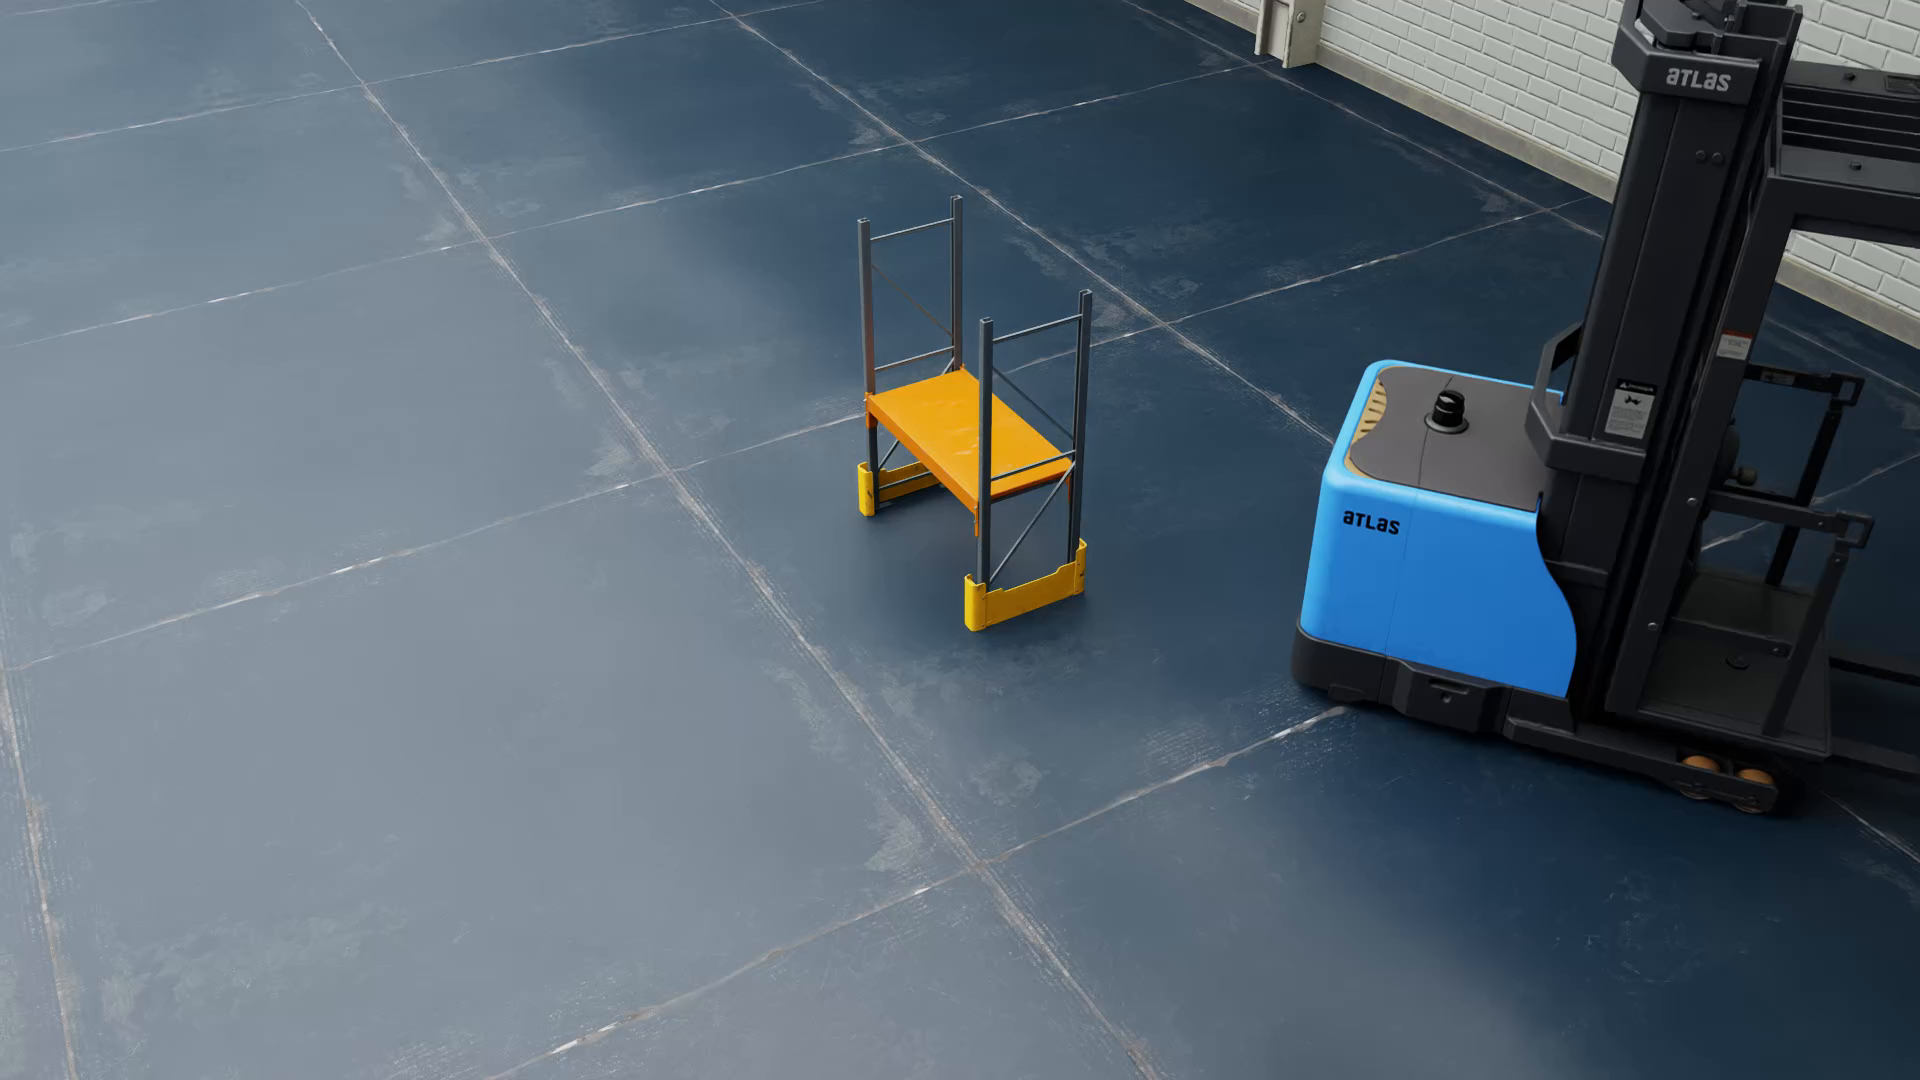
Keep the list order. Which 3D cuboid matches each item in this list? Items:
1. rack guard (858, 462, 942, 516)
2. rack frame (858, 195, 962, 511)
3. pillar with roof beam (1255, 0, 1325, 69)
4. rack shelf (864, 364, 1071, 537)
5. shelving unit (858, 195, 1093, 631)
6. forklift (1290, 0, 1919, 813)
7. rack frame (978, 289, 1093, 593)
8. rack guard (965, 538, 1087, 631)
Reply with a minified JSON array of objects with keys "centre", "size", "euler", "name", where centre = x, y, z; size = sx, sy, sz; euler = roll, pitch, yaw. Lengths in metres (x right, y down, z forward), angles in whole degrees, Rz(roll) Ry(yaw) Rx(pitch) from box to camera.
[{"centre":[-0.212,-0.316,7.971],"size":[0.587,0.250,0.087],"euler":[-19,40,-24],"name":"rack guard"},{"centre":[-0.213,-0.821,7.603],"size":[0.500,1.500,0.032],"euler":[-19,40,-24],"name":"rack frame"},{"centre":[-1.201,-6.095,8.466],"size":[9.100,9.000,0.400],"euler":[-19,40,-24],"name":"pillar with roof beam"},{"centre":[0.043,-0.417,7.354],"size":[0.538,0.185,1.000],"euler":[-19,40,-24],"name":"rack shelf"},{"centre":[0.038,-0.567,7.254],"size":[0.587,1.500,1.083],"euler":[-19,40,-24],"name":"shelving unit"},{"centre":[2.937,-0.503,5.954],"size":[3.031,2.935,1.130],"euler":[13,38,18],"name":"forklift"},{"centre":[0.298,-0.303,6.893],"size":[0.500,1.500,0.032],"euler":[-19,40,-24],"name":"rack frame"},{"centre":[0.288,0.192,7.275],"size":[0.587,0.250,0.087],"euler":[-19,40,-24],"name":"rack guard"}]
